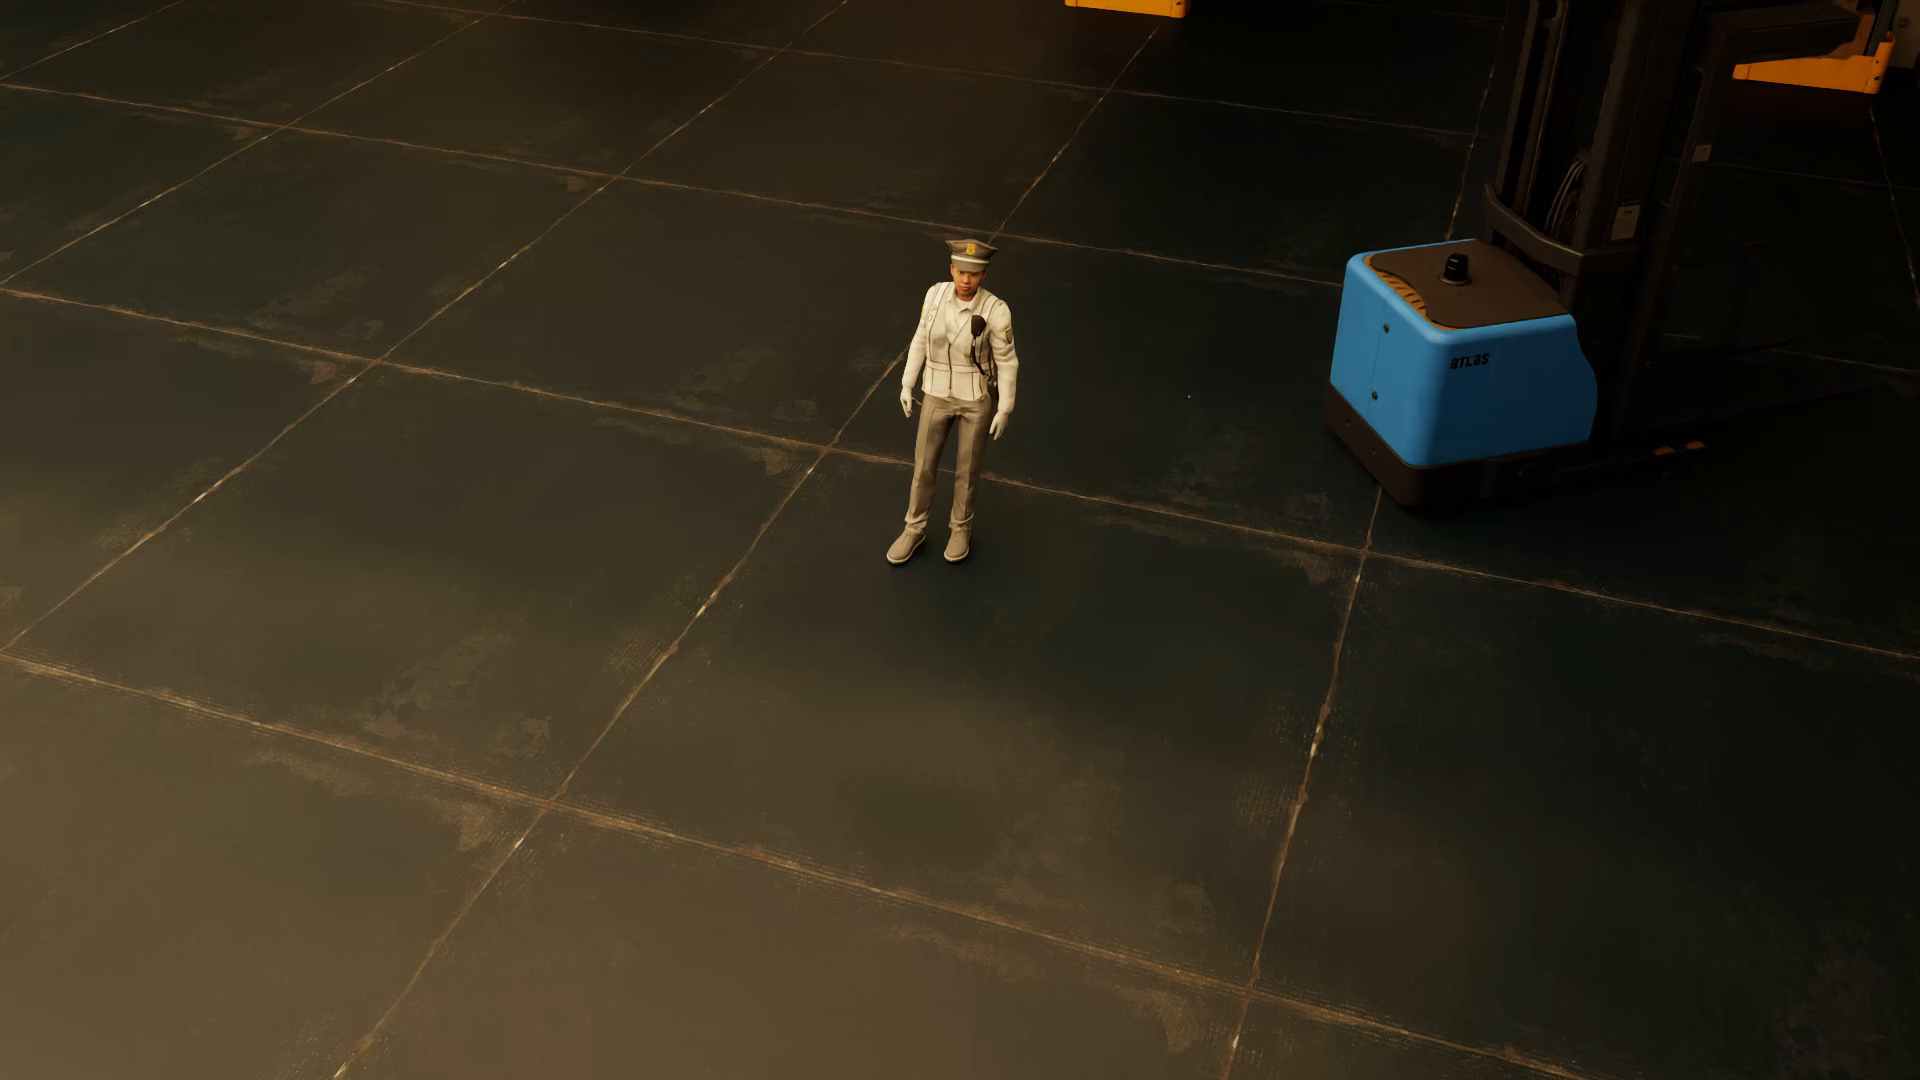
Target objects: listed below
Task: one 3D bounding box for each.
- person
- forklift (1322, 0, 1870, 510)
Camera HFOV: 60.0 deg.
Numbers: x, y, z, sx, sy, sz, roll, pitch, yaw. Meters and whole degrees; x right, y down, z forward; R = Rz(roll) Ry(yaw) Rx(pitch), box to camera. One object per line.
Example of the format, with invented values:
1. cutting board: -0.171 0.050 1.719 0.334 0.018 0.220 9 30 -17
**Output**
1. person: -0.030 -0.661 8.100 0.586 1.694 0.530 12 37 16
2. forklift: 3.646 -1.829 8.690 3.031 2.935 1.130 -9 36 -13
